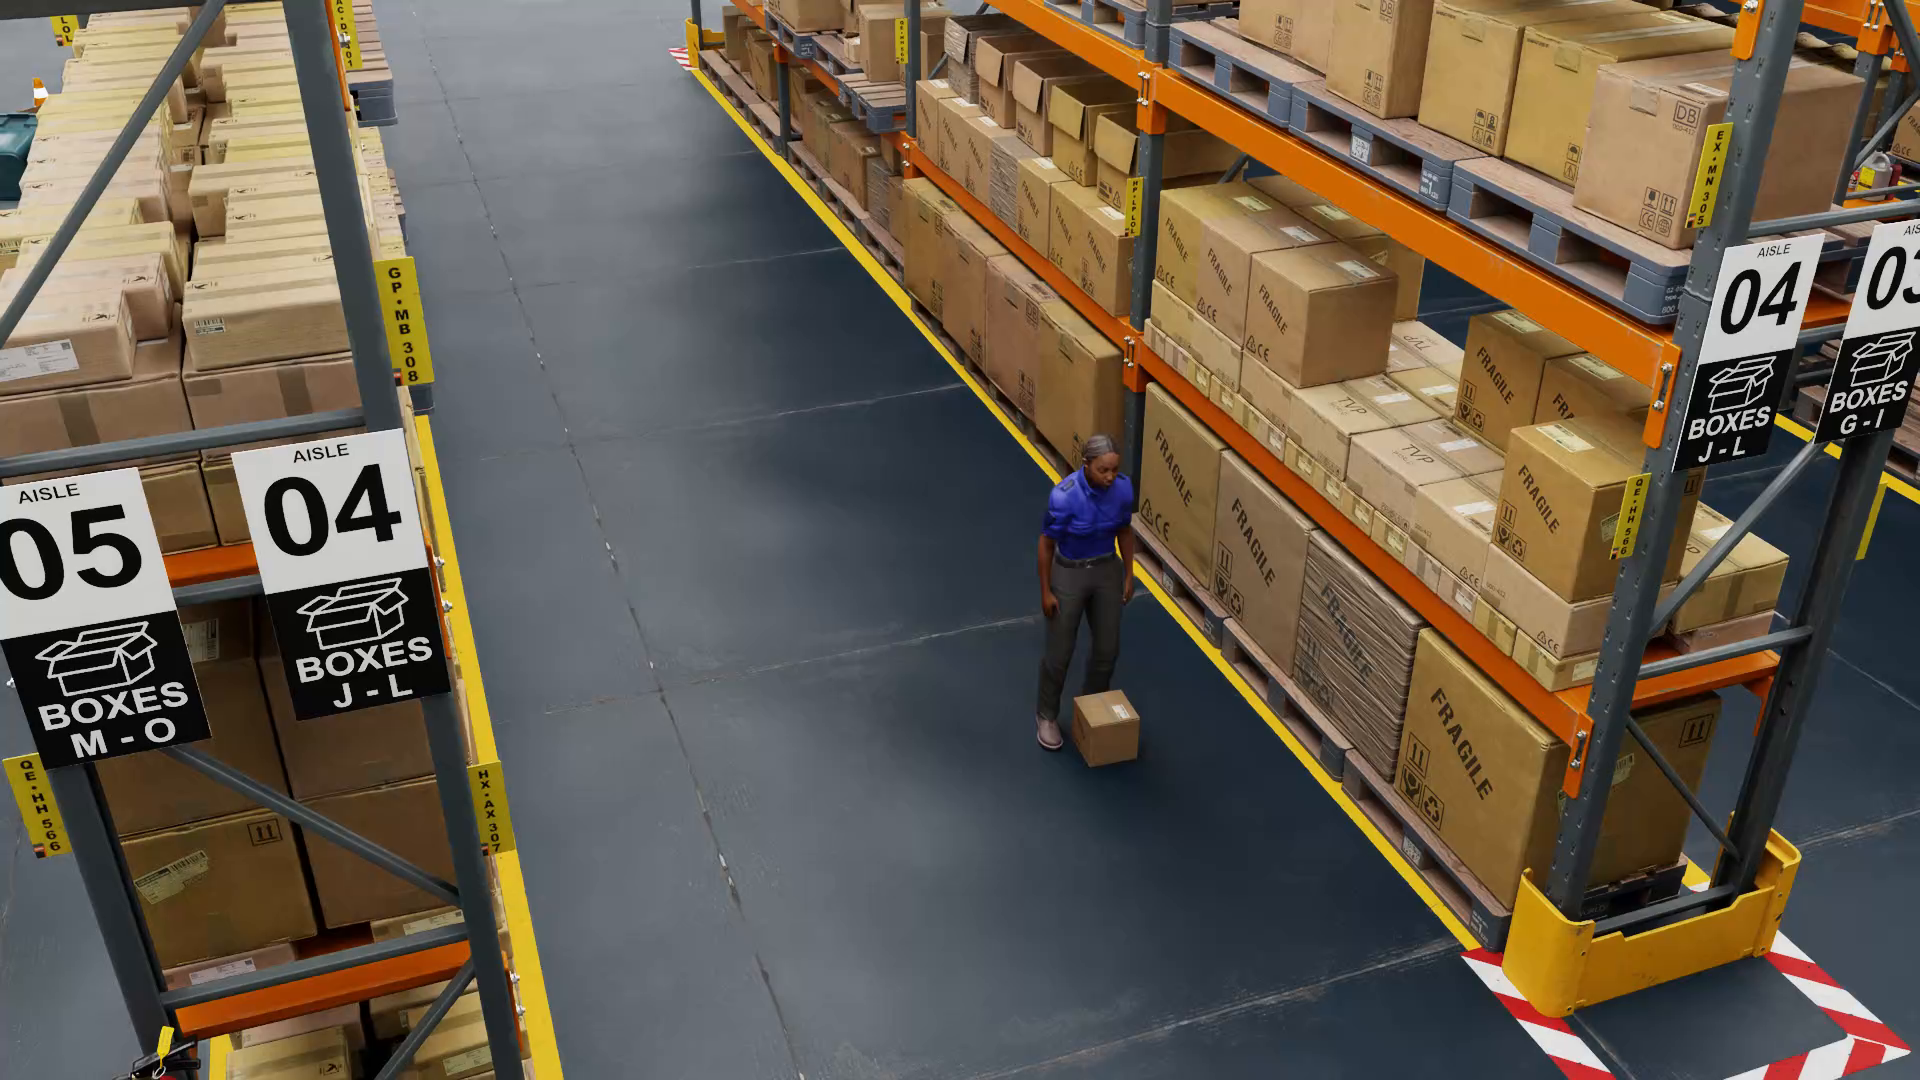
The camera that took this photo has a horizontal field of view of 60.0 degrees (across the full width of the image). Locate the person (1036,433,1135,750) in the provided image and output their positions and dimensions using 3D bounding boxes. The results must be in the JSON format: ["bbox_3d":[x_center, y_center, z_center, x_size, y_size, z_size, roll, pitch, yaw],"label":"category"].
[{"bbox_3d":[0.602,0.218,7.980,0.512,1.640,0.351,-11,32,-18],"label":"person"}]
